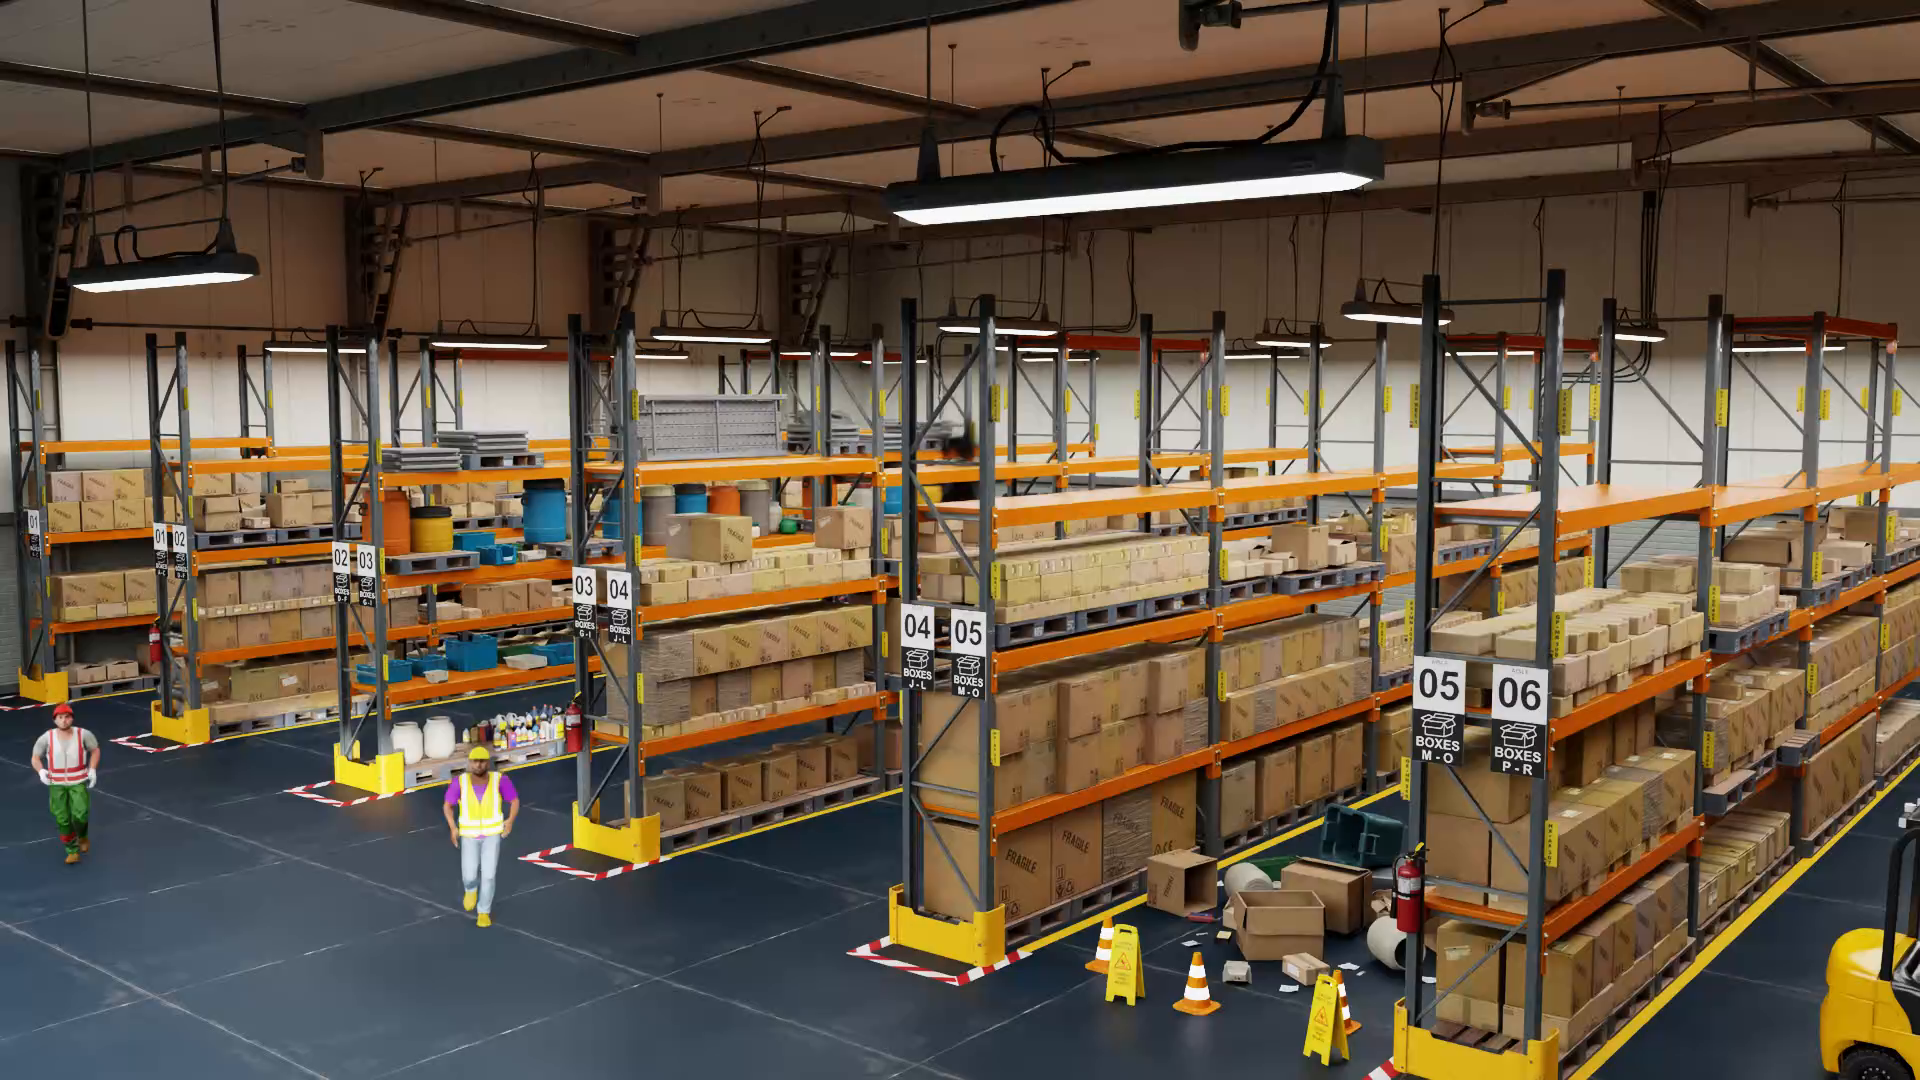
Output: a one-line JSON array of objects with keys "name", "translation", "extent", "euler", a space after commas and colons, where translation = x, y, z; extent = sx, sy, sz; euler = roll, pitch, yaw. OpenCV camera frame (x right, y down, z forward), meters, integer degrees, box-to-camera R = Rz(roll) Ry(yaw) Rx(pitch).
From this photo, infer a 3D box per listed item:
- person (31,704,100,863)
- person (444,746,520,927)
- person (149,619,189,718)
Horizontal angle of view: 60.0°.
[{"name": "person", "translation": [-9.759, 2.659, 18.157], "extent": [0.661, 1.745, 0.586], "euler": [-2, 6, -24]}, {"name": "person", "translation": [-4.648, 2.853, 16.200], "extent": [0.719, 1.737, 0.577], "euler": [-1, 5, -16]}, {"name": "person", "translation": [-12.395, 2.015, 26.087], "extent": [0.584, 1.645, 0.567], "euler": [5, 7, 42]}]
